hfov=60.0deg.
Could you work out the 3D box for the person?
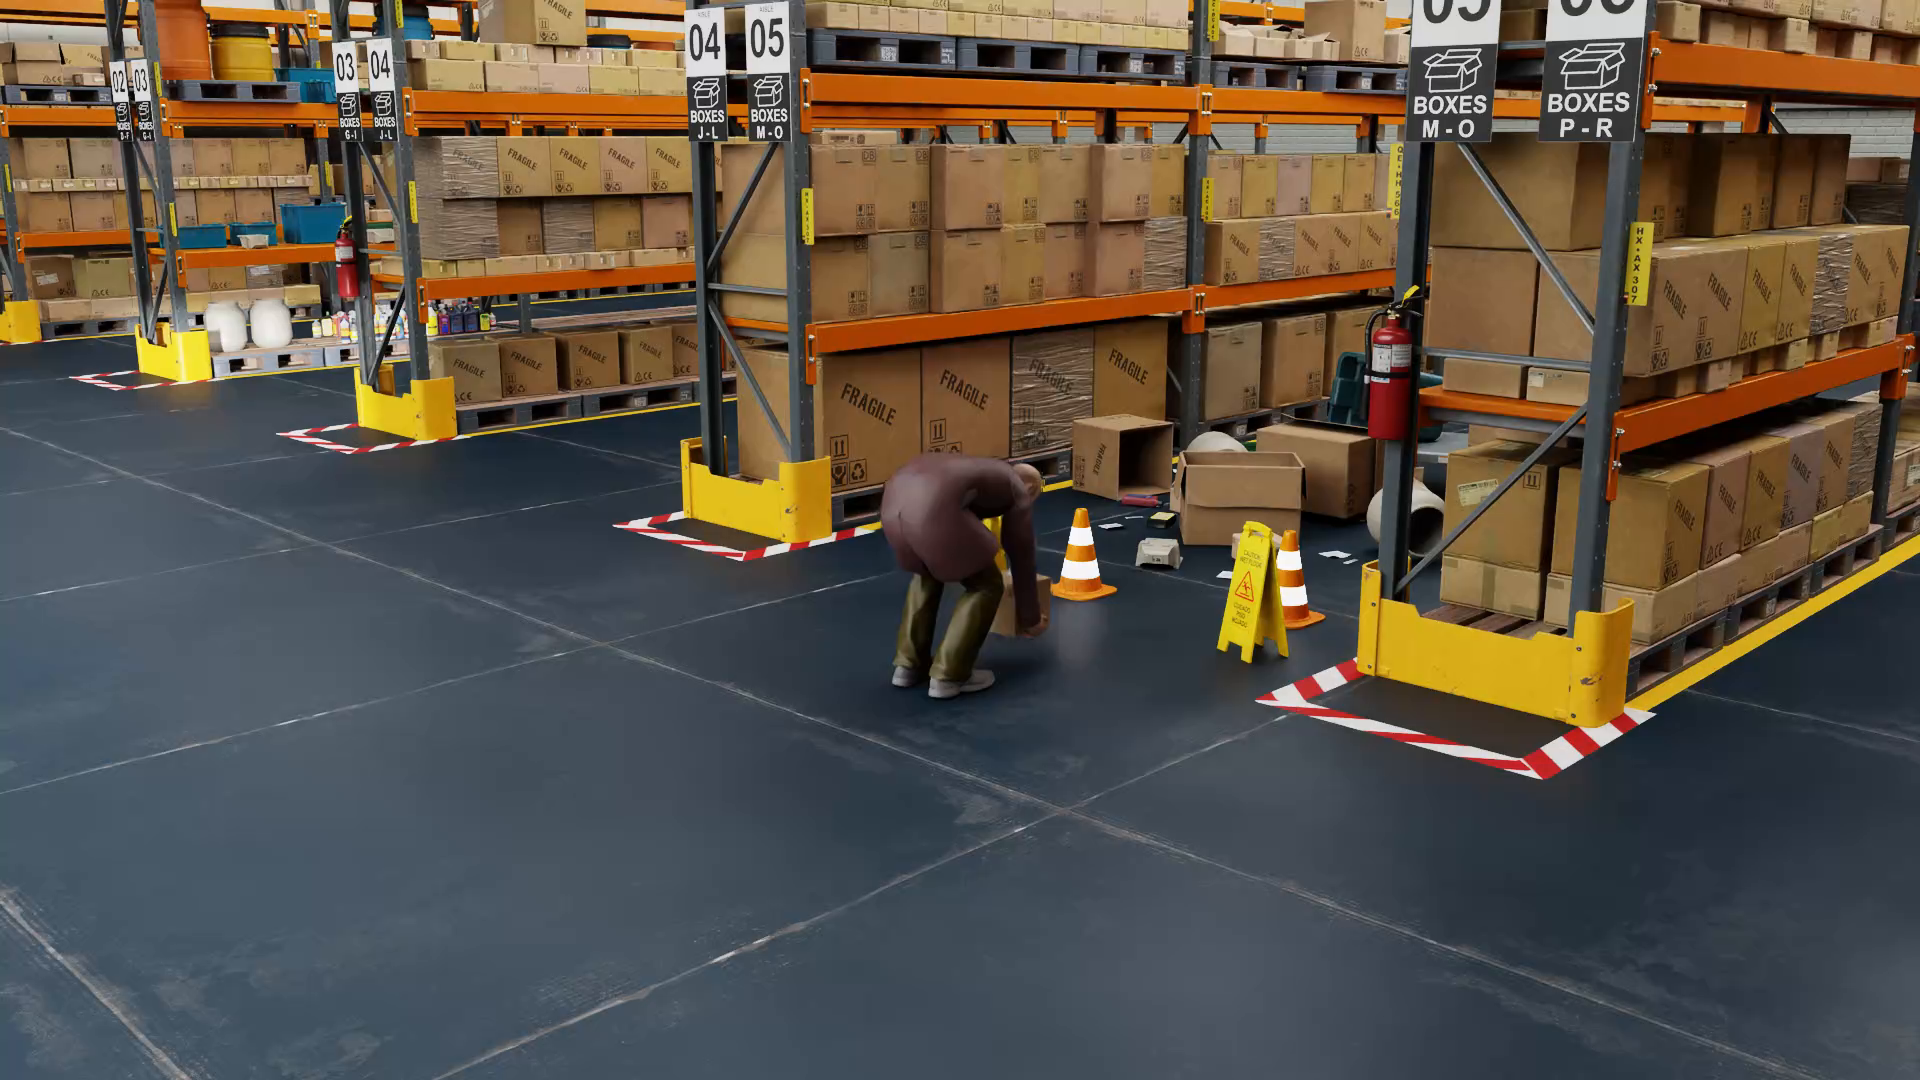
[{"bbox_3d":[0.045,0.104,7.587,0.580,1.078,0.949,12,18,40],"label":"person"}]
